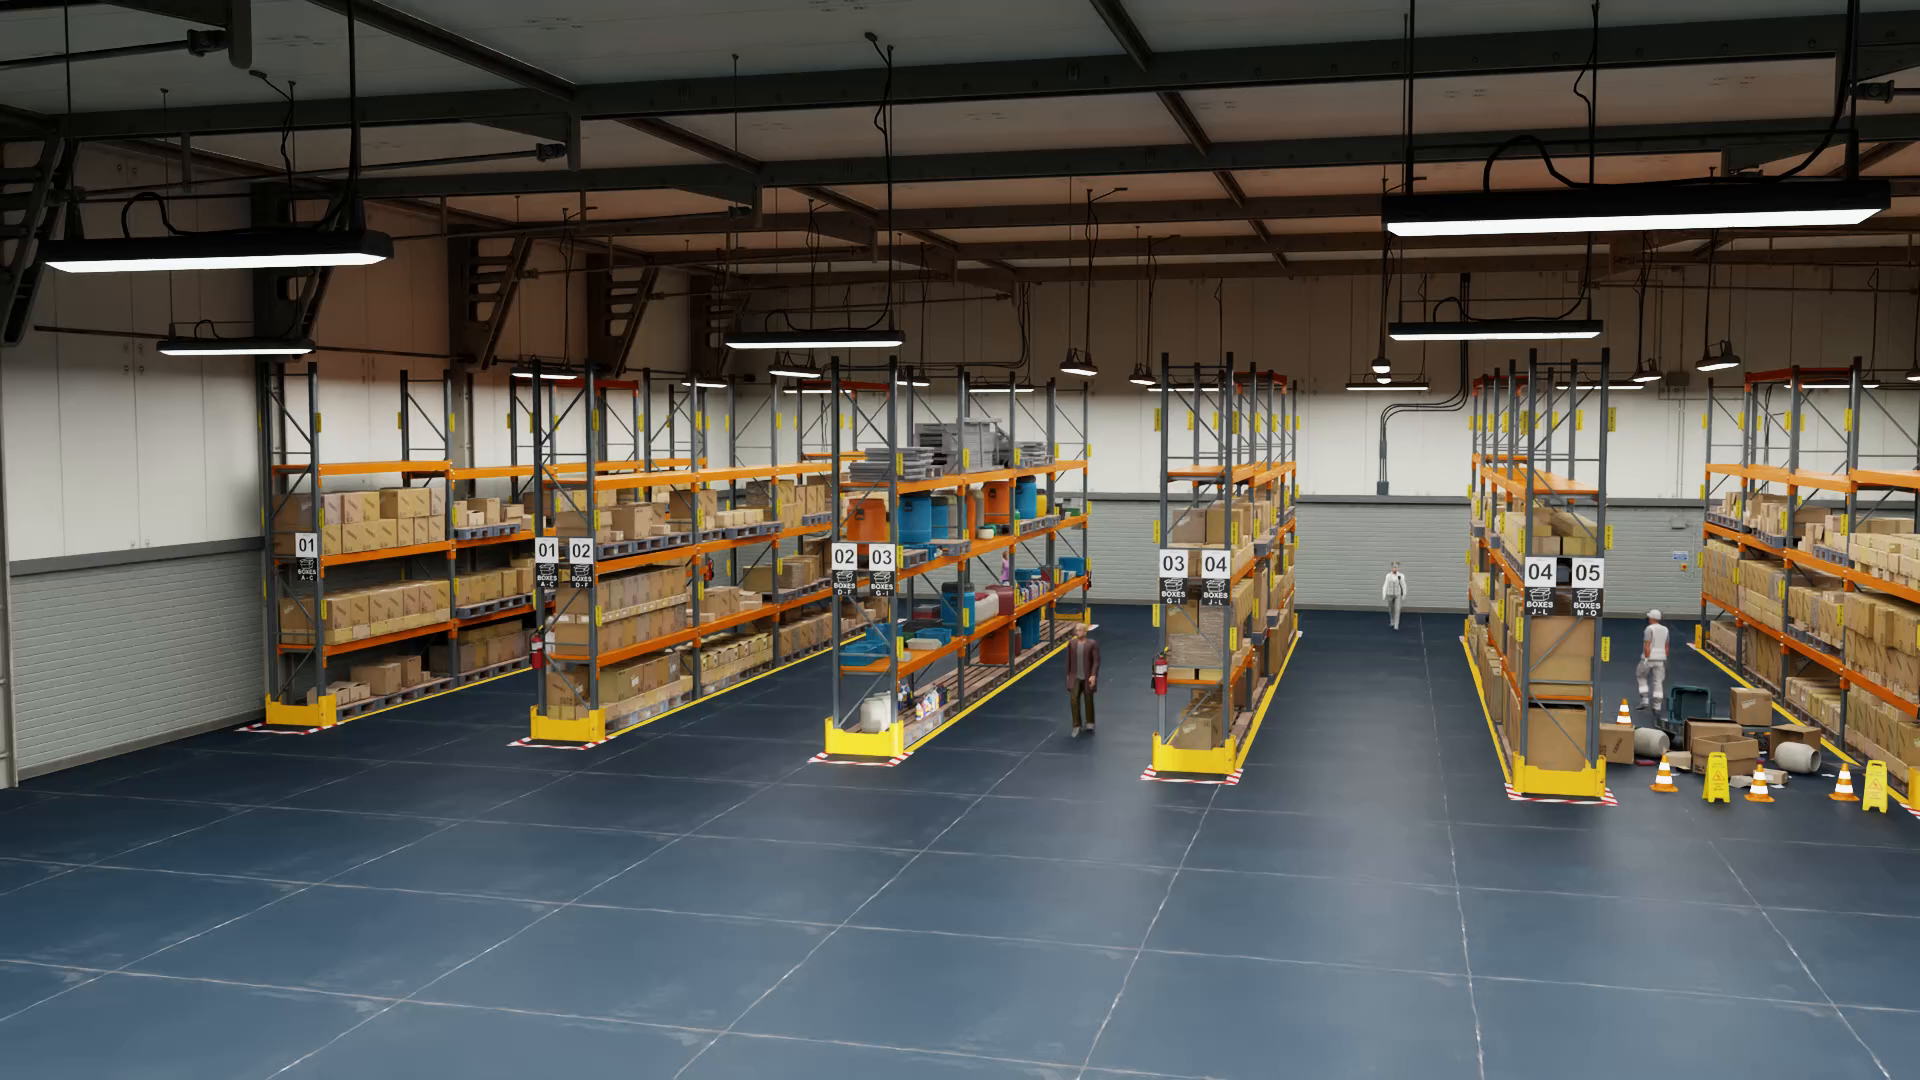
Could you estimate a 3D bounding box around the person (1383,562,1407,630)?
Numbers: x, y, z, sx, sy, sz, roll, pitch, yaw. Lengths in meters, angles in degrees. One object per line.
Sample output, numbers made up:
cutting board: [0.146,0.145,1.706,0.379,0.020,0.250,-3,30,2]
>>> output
person: [10.544,1.327,40.339,0.549,1.613,1.034,1,4,17]

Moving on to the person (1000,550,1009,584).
person: [1.230,1.065,44.444,0.425,1.587,0.513,-3,5,-35]

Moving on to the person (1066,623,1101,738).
person: [1.961,2.249,26.825,0.617,1.818,0.846,1,4,17]

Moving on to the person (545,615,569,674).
person: [-7.128,2.133,29.320,0.571,1.647,0.592,0,4,6]

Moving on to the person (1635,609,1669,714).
person: [11.979,2.091,28.649,0.515,1.779,0.572,0,4,4]
